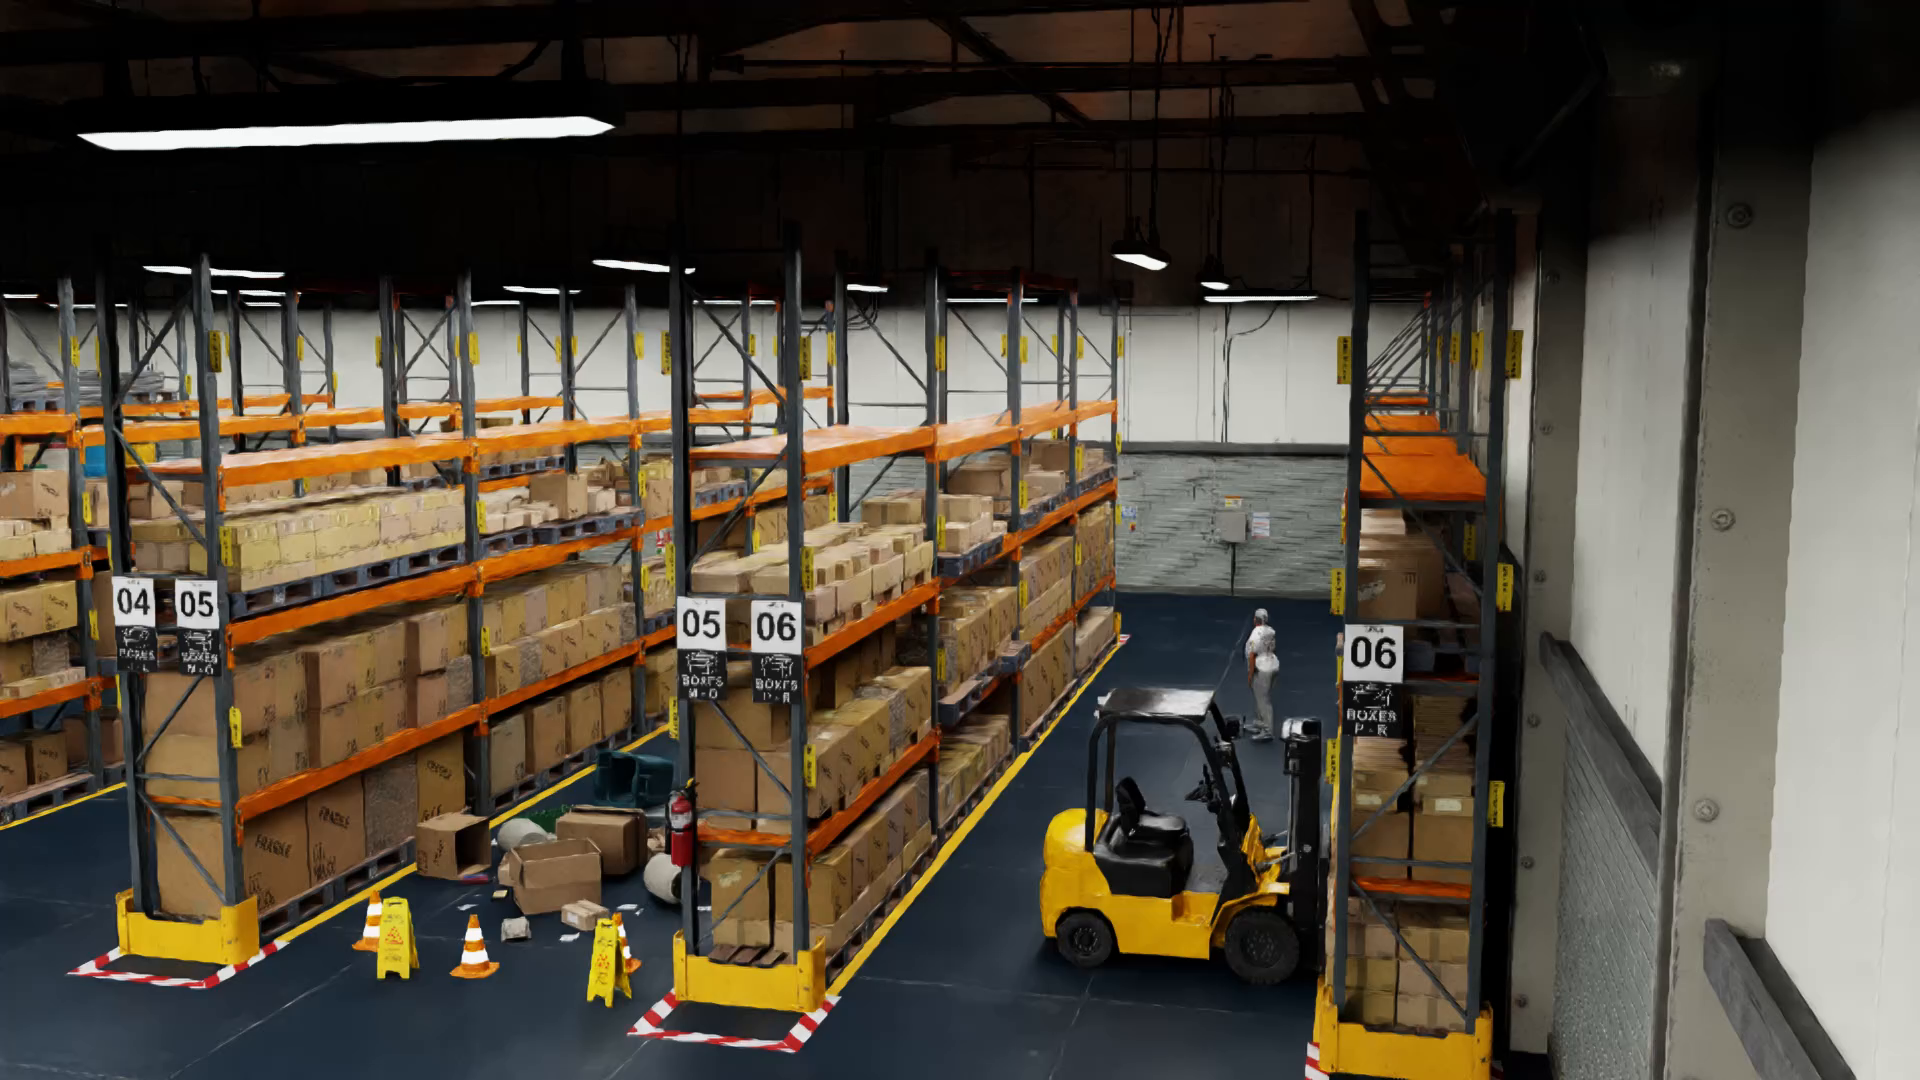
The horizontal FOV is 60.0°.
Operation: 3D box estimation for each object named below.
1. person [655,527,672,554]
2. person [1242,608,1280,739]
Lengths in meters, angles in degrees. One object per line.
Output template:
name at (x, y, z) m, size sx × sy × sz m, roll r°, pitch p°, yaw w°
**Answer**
person at (-5.966, 0.166, 33.857) m, size 0.553 × 1.781 × 0.646 m, roll -2°, pitch 7°, yaw -16°
person at (3.885, 1.707, 21.573) m, size 0.567 × 1.657 × 0.609 m, roll 5°, pitch 9°, yaw 35°
